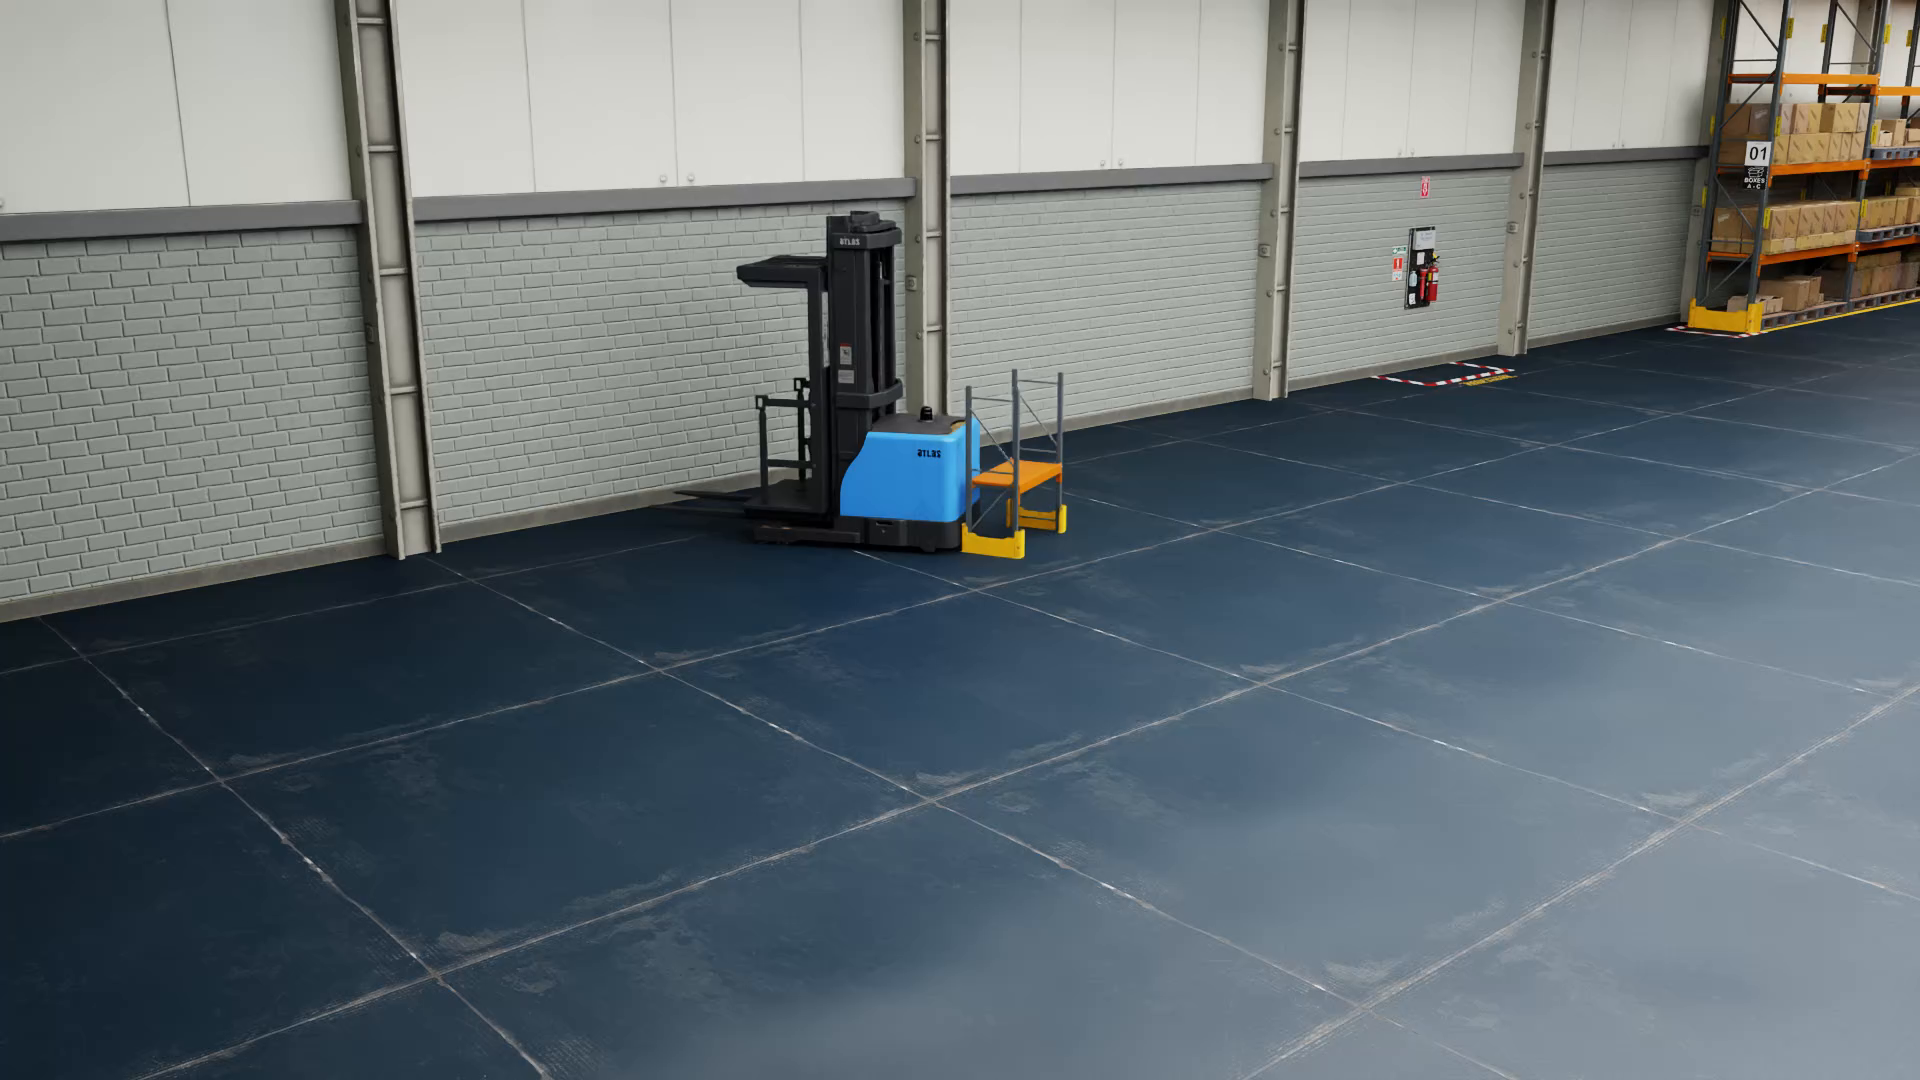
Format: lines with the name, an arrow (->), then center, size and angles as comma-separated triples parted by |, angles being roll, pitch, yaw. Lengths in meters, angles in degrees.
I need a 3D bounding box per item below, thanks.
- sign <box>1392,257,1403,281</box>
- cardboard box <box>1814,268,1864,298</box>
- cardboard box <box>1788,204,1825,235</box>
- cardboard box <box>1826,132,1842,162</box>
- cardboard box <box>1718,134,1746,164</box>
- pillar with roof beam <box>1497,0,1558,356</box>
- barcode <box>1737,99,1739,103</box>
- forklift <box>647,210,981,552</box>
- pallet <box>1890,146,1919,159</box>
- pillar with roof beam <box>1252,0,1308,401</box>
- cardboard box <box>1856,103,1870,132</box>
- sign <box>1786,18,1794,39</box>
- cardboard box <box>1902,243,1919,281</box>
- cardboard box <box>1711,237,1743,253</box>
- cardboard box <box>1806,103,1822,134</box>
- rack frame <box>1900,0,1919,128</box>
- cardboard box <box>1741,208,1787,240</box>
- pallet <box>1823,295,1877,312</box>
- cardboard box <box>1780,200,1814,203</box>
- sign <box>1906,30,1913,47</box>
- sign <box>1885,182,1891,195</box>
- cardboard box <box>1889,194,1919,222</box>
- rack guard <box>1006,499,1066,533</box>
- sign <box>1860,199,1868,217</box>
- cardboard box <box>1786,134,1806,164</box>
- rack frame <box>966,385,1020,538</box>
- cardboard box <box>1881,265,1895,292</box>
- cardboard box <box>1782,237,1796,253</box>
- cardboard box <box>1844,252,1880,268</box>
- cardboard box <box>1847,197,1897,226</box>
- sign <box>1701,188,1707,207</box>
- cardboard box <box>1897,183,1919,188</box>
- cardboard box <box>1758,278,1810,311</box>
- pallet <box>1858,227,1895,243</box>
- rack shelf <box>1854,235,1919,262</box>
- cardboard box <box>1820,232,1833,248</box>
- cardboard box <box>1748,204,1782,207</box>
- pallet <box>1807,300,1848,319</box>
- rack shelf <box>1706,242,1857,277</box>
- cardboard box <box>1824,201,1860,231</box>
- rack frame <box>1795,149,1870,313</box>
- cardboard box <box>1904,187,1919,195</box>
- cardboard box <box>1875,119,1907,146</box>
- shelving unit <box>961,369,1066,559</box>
sign -> 6.328, -3.921, 24.046 | 0.234, 0.329, 0.001 | -13, 19, -39
cardboard box -> 16.830, -4.928, 31.878 | 0.500, 0.500, 0.700 | -12, 19, -38
cardboard box -> 14.980, -5.697, 29.566 | 0.500, 0.500, 0.500 | -12, 19, -38
cardboard box -> 15.284, -6.984, 29.540 | 0.500, 0.500, 0.500 | -14, 20, -41
cardboard box -> 13.416, -6.745, 28.643 | 0.500, 0.500, 0.500 | -11, 18, -35
pillar with roof beam -> 11.528, -6.448, 21.954 | 0.400, 9.000, 9.100 | -13, 19, -39
barcode -> 13.475, -7.606, 28.805 | 0.075, 0.075, 0.001 | -13, 19, -39
forklift -> -1.382, -1.494, 15.164 | 3.031, 2.935, 1.130 | 4, 15, 14
pallet -> 17.601, -7.414, 31.744 | 1.003, 0.211, 1.213 | -13, 19, -39
pillar with roof beam -> 7.001, -5.432, 18.149 | 0.400, 9.000, 9.100 | -13, 19, -39
cardboard box -> 16.085, -7.648, 30.086 | 0.500, 0.500, 0.500 | 14, 20, 42
sign -> 13.624, -8.400, 27.296 | 0.005, 0.325, 0.100 | -13, 19, -39
cardboard box -> 19.944, -5.736, 34.264 | 0.750, 0.750, 0.750 | -13, 20, -40
cardboard box -> 13.493, -5.172, 29.051 | 0.500, 0.250, 0.500 | -12, 19, -39
cardboard box -> 14.509, -7.290, 28.747 | 0.500, 0.500, 0.500 | -12, 19, -38
rack frame -> 19.303, -9.371, 32.896 | 0.127, 3.000, 1.000 | -13, 19, -39
cardboard box -> 13.825, -5.440, 28.600 | 0.500, 0.500, 0.500 | -13, 19, -39
pallet -> 16.872, -4.580, 31.988 | 1.213, 0.211, 1.003 | -13, 19, -39
cardboard box -> 15.401, -5.969, 30.582 | 0.500, 0.500, 0.500 | -13, 20, -40
sign -> 18.936, -10.006, 33.157 | 0.005, 0.325, 0.100 | -13, 19, -39
sign -> 18.936, -7.140, 33.923 | 0.005, 0.325, 0.100 | -13, 19, -39
cardboard box -> 18.955, -6.652, 33.295 | 0.700, 0.500, 0.500 | 13, 20, 40
rack guard -> 0.713, -0.225, 15.610 | 0.587, 0.250, 0.087 | 7, 16, 24
sign -> 16.647, -6.109, 30.631 | 0.005, 0.325, 0.100 | -13, 19, -39
cardboard box -> 14.113, -6.717, 28.539 | 0.500, 0.500, 0.500 | -11, 19, -36
rack frame -> 0.282, -0.592, 14.560 | 0.500, 1.500, 0.032 | 7, 16, 24
cardboard box -> 17.973, -5.191, 32.864 | 0.500, 0.500, 0.700 | -13, 20, -40
cardboard box -> 14.227, -5.166, 29.031 | 0.500, 0.250, 0.500 | -13, 20, -41
cardboard box -> 17.550, -5.455, 32.396 | 0.500, 0.250, 0.500 | -13, 20, -41
cardboard box -> 17.594, -6.347, 32.151 | 0.500, 0.500, 0.700 | -10, 18, -32
sign -> 12.918, -5.941, 28.824 | 0.005, 0.325, 0.100 | -13, 19, -39
cardboard box -> 19.475, -7.164, 33.996 | 0.500, 0.250, 0.500 | -12, 19, -38
cardboard box -> 14.865, -4.433, 30.026 | 0.500, 0.500, 0.700 | -14, 21, -43
pallet -> 16.957, -5.804, 31.537 | 1.213, 0.211, 1.003 | -13, 19, -39
rack shelf -> 17.794, -5.787, 32.495 | 4.000, 0.370, 1.077 | -13, 19, -39
cardboard box -> 15.376, -5.422, 29.989 | 0.500, 0.250, 0.500 | -13, 20, -40
cardboard box -> 14.257, -5.710, 29.614 | 0.500, 0.500, 0.500 | -13, 20, -41
pallet -> 15.802, -4.327, 31.042 | 1.213, 0.211, 1.003 | -13, 19, -39
rack shelf -> 14.776, -5.109, 29.958 | 4.000, 0.370, 1.077 | -13, 19, -39
cardboard box -> 16.132, -5.954, 30.528 | 0.500, 0.500, 0.500 | -13, 20, -39
rack frame -> 16.285, -5.795, 31.133 | 0.127, 3.000, 1.000 | -13, 19, -39
cardboard box -> 19.062, -6.983, 33.276 | 0.380, 0.149, 0.250 | 13, 20, 40
cardboard box -> 17.681, -7.782, 31.750 | 0.500, 0.500, 0.500 | -14, 20, -41
shelving unit -> 0.501, -0.713, 15.013 | 0.587, 1.500, 1.083 | 7, 16, 24
